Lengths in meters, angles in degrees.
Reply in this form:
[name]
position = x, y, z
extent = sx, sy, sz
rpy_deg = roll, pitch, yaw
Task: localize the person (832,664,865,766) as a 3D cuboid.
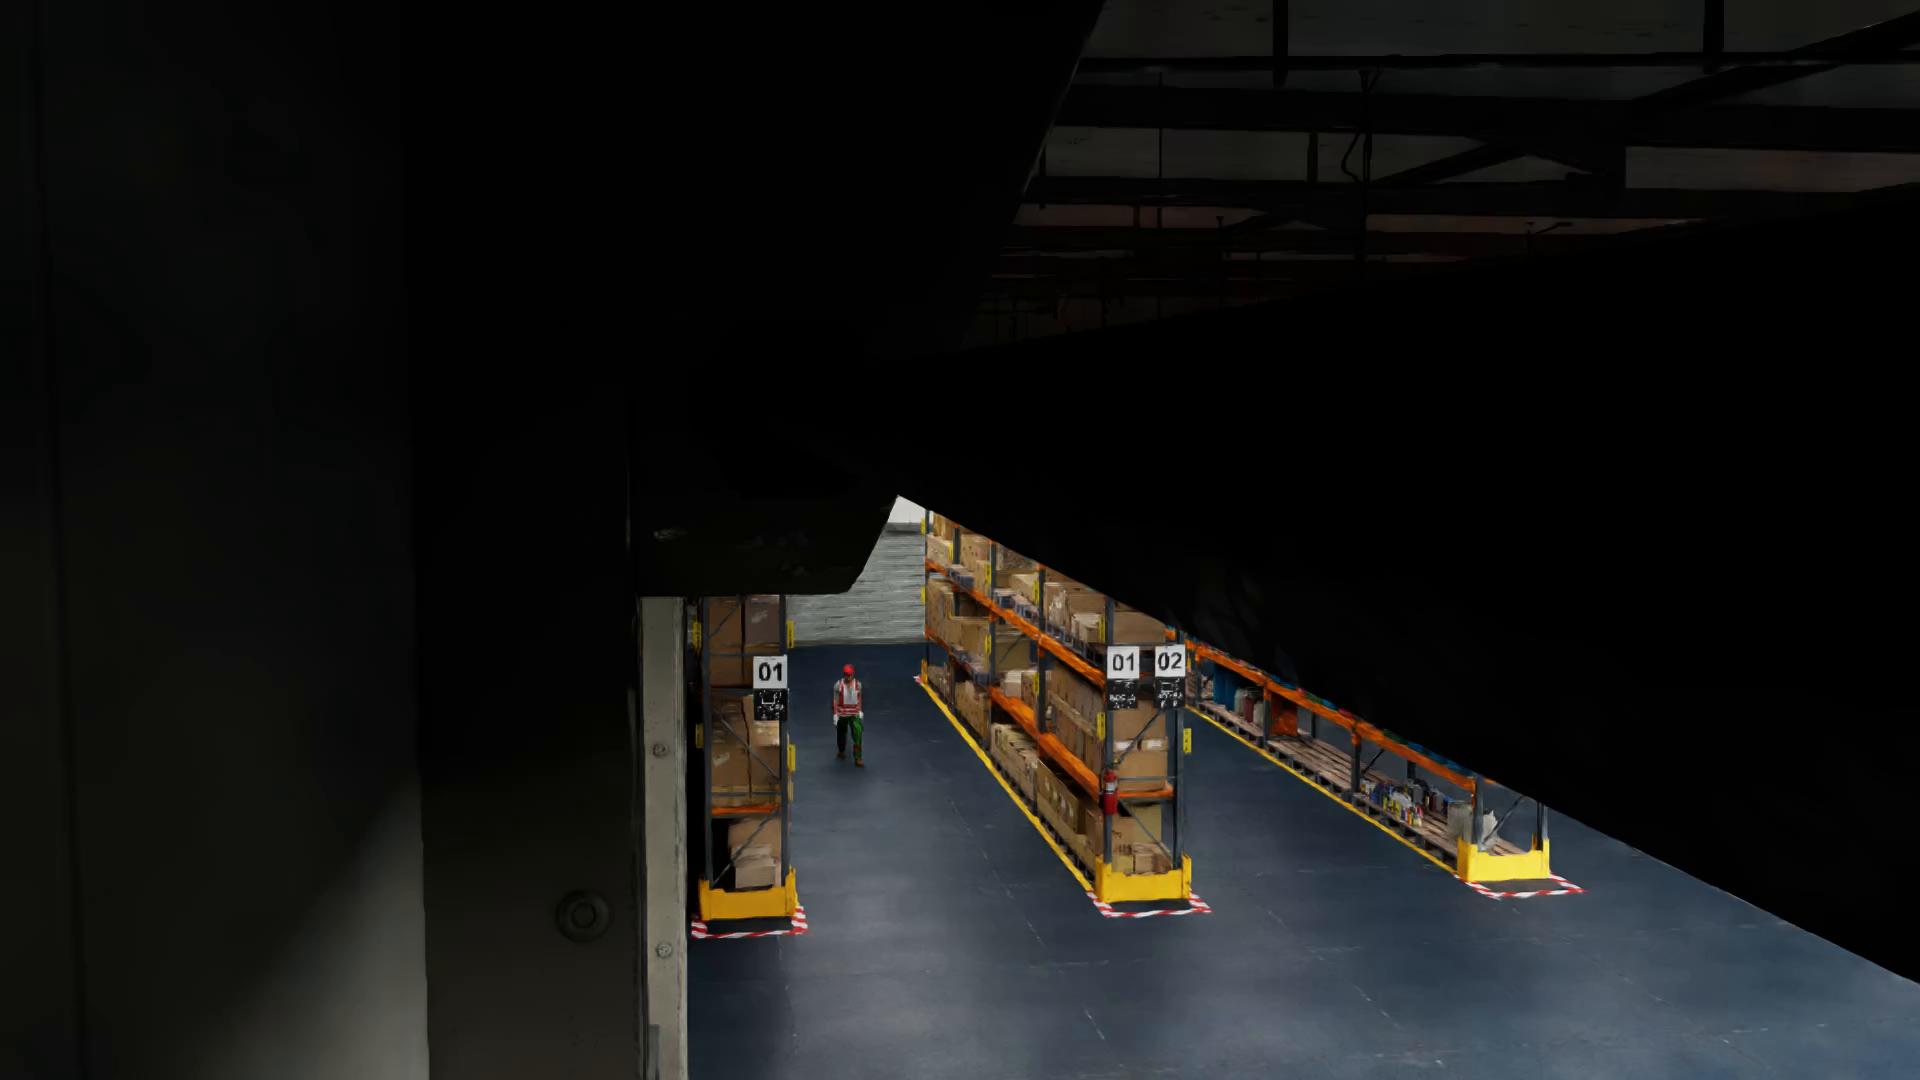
[person]
position = -1.907, 2.964, 28.409
extent = 0.557, 1.708, 1.125
rpy_deg = -1, 5, -11
